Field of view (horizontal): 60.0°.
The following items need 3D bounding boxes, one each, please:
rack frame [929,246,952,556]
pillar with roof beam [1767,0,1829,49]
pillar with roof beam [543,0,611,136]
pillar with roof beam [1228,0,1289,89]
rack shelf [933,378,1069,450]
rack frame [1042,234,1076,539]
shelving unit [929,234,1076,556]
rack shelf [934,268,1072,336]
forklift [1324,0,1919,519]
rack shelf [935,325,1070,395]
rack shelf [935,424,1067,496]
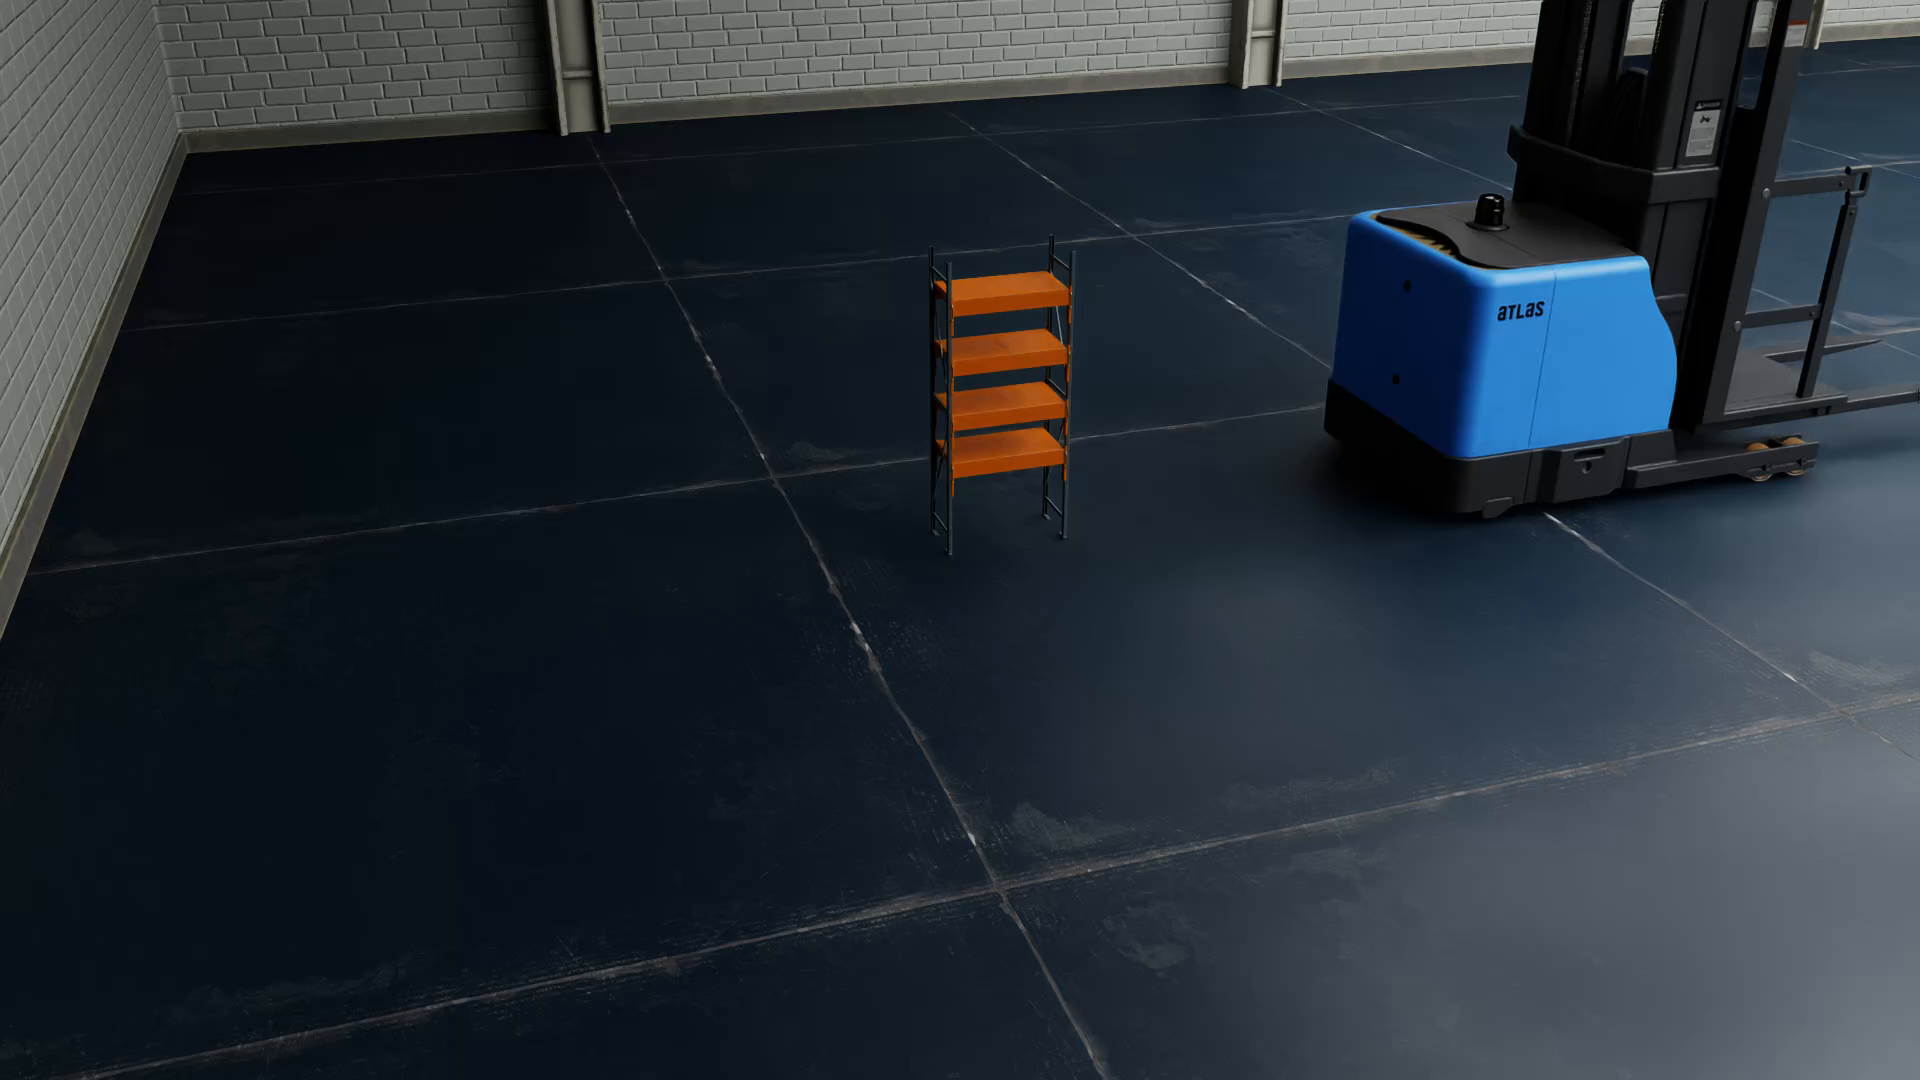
[{"bbox_3d":[-0.075,-0.527,6.461,0.015,1.200,0.240,-8,28,-16],"label":"rack frame"},{"bbox_3d":[9.705,-7.173,11.079,0.400,9.000,9.100,-8,28,-16],"label":"pillar with roof beam"},{"bbox_3d":[-1.705,-5.521,7.751,0.400,9.000,9.100,-8,28,-16],"label":"pillar with roof beam"},{"bbox_3d":[4.000,-6.347,9.415,0.400,9.000,9.100,-8,28,-16],"label":"pillar with roof beam"},{"bbox_3d":[0.157,-0.500,6.559,0.480,0.148,0.258,-8,28,-16],"label":"rack shelf"},{"bbox_3d":[0.389,-0.594,6.597,0.015,1.200,0.240,-8,28,-16],"label":"rack frame"},{"bbox_3d":[0.157,-0.560,6.529,0.503,1.200,0.258,-8,28,-16],"label":"shelving unit"},{"bbox_3d":[0.157,-0.912,6.354,0.480,0.148,0.258,-8,28,-16],"label":"rack shelf"},{"bbox_3d":[3.239,-1.780,7.039,3.031,2.935,1.130,-9,28,-17],"label":"forklift"},{"bbox_3d":[0.157,-0.700,6.460,0.480,0.148,0.258,-8,28,-16],"label":"rack shelf"},{"bbox_3d":[0.157,-0.322,6.647,0.480,0.148,0.258,-8,28,-16],"label":"rack shelf"}]
